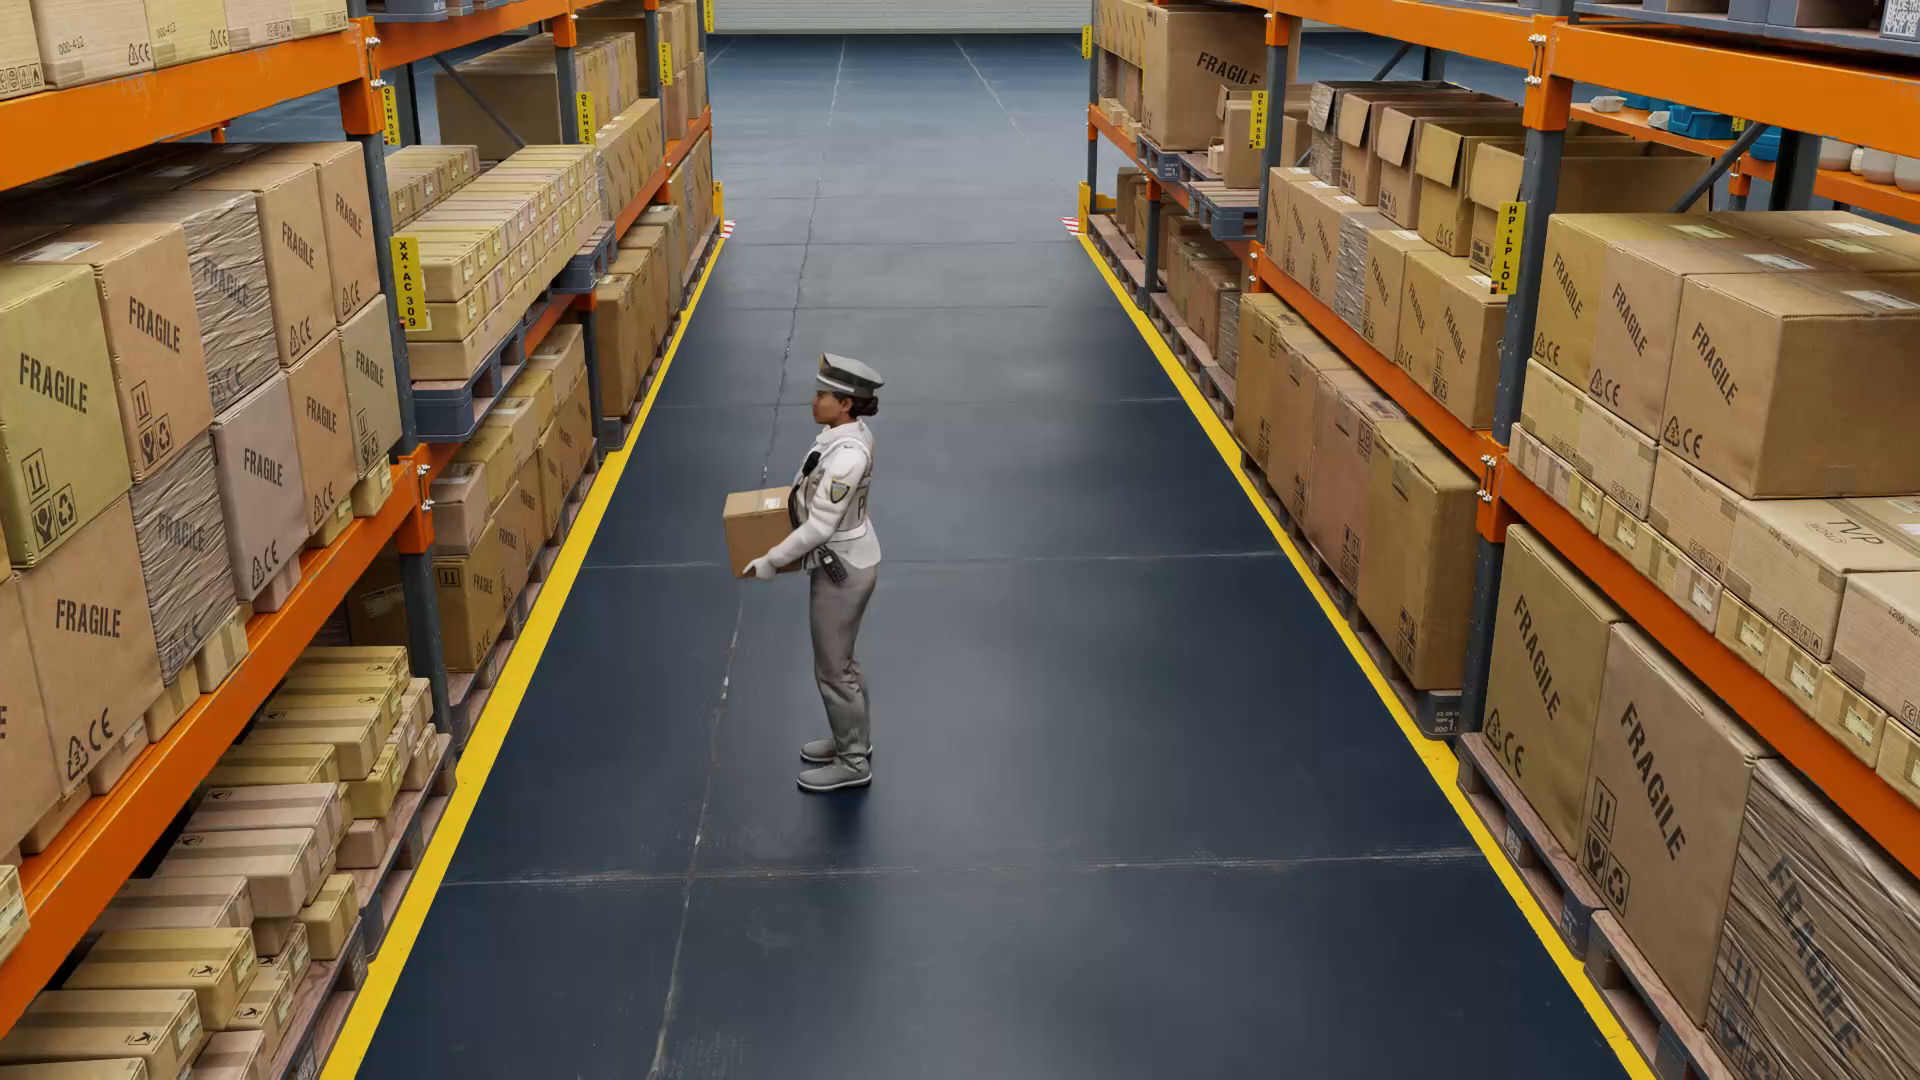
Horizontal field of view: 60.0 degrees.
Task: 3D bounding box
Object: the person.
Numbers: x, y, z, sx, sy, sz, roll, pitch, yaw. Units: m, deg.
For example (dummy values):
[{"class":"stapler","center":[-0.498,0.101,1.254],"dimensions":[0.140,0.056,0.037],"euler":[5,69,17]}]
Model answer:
[{"class":"person","center":[-0.536,0.116,6.237],"dimensions":[0.532,1.690,0.459],"euler":[-1,21,-3]}]
